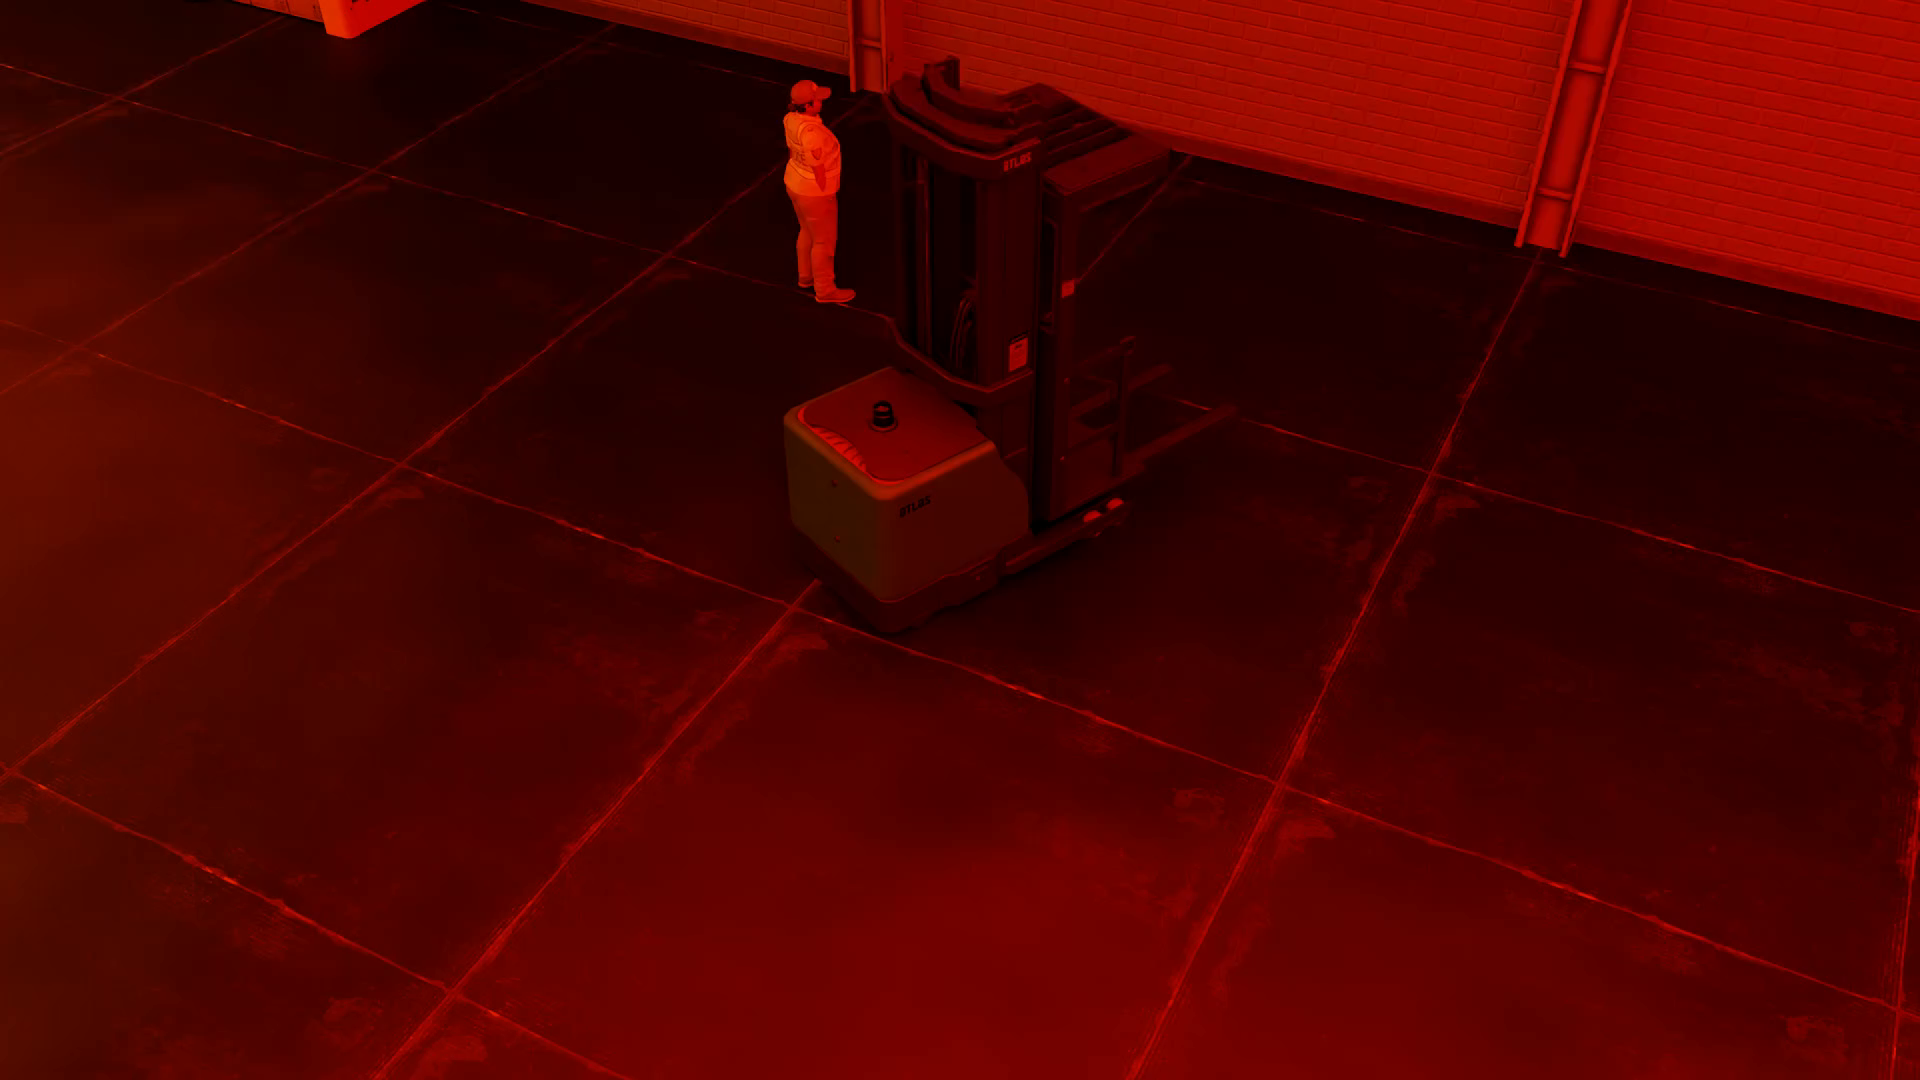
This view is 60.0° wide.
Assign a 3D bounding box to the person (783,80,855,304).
[{"bbox_3d":[-1.039,-2.510,11.956,0.394,1.668,0.484,-20,44,-22],"label":"person"}]

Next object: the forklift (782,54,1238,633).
[{"bbox_3d":[0.440,-1.378,9.622,3.031,2.935,1.130,-27,47,-29],"label":"forklift"}]
